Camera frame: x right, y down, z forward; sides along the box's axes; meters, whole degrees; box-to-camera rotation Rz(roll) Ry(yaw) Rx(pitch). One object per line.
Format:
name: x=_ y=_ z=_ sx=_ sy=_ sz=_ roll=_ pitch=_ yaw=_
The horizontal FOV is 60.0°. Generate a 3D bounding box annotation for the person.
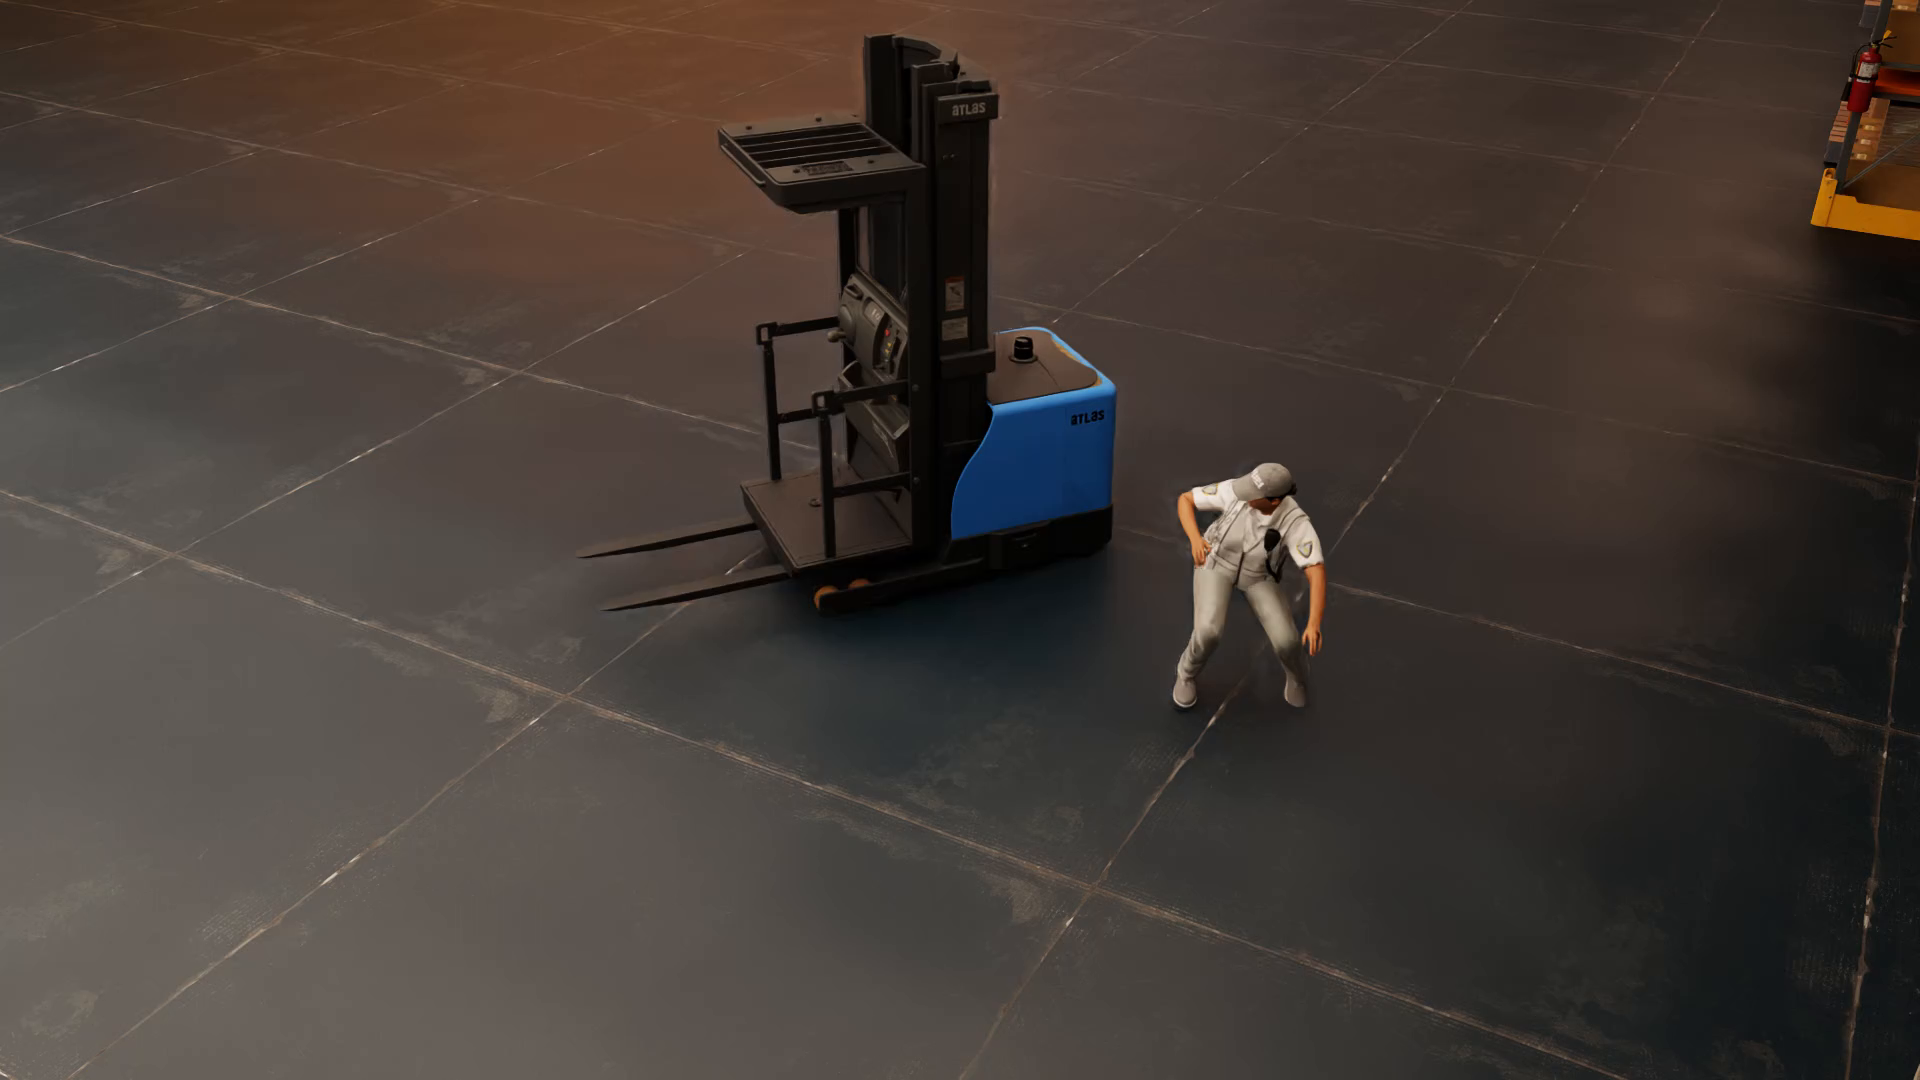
person: x=1.418 y=0.246 z=8.221 sx=0.745 sy=1.428 sz=0.875 roll=4 pitch=30 yaw=7

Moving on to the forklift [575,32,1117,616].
forklift: x=-0.661 y=-1.147 z=9.059 sx=3.031 sy=2.935 sz=1.130 roll=-12 pitch=32 yaw=-20
